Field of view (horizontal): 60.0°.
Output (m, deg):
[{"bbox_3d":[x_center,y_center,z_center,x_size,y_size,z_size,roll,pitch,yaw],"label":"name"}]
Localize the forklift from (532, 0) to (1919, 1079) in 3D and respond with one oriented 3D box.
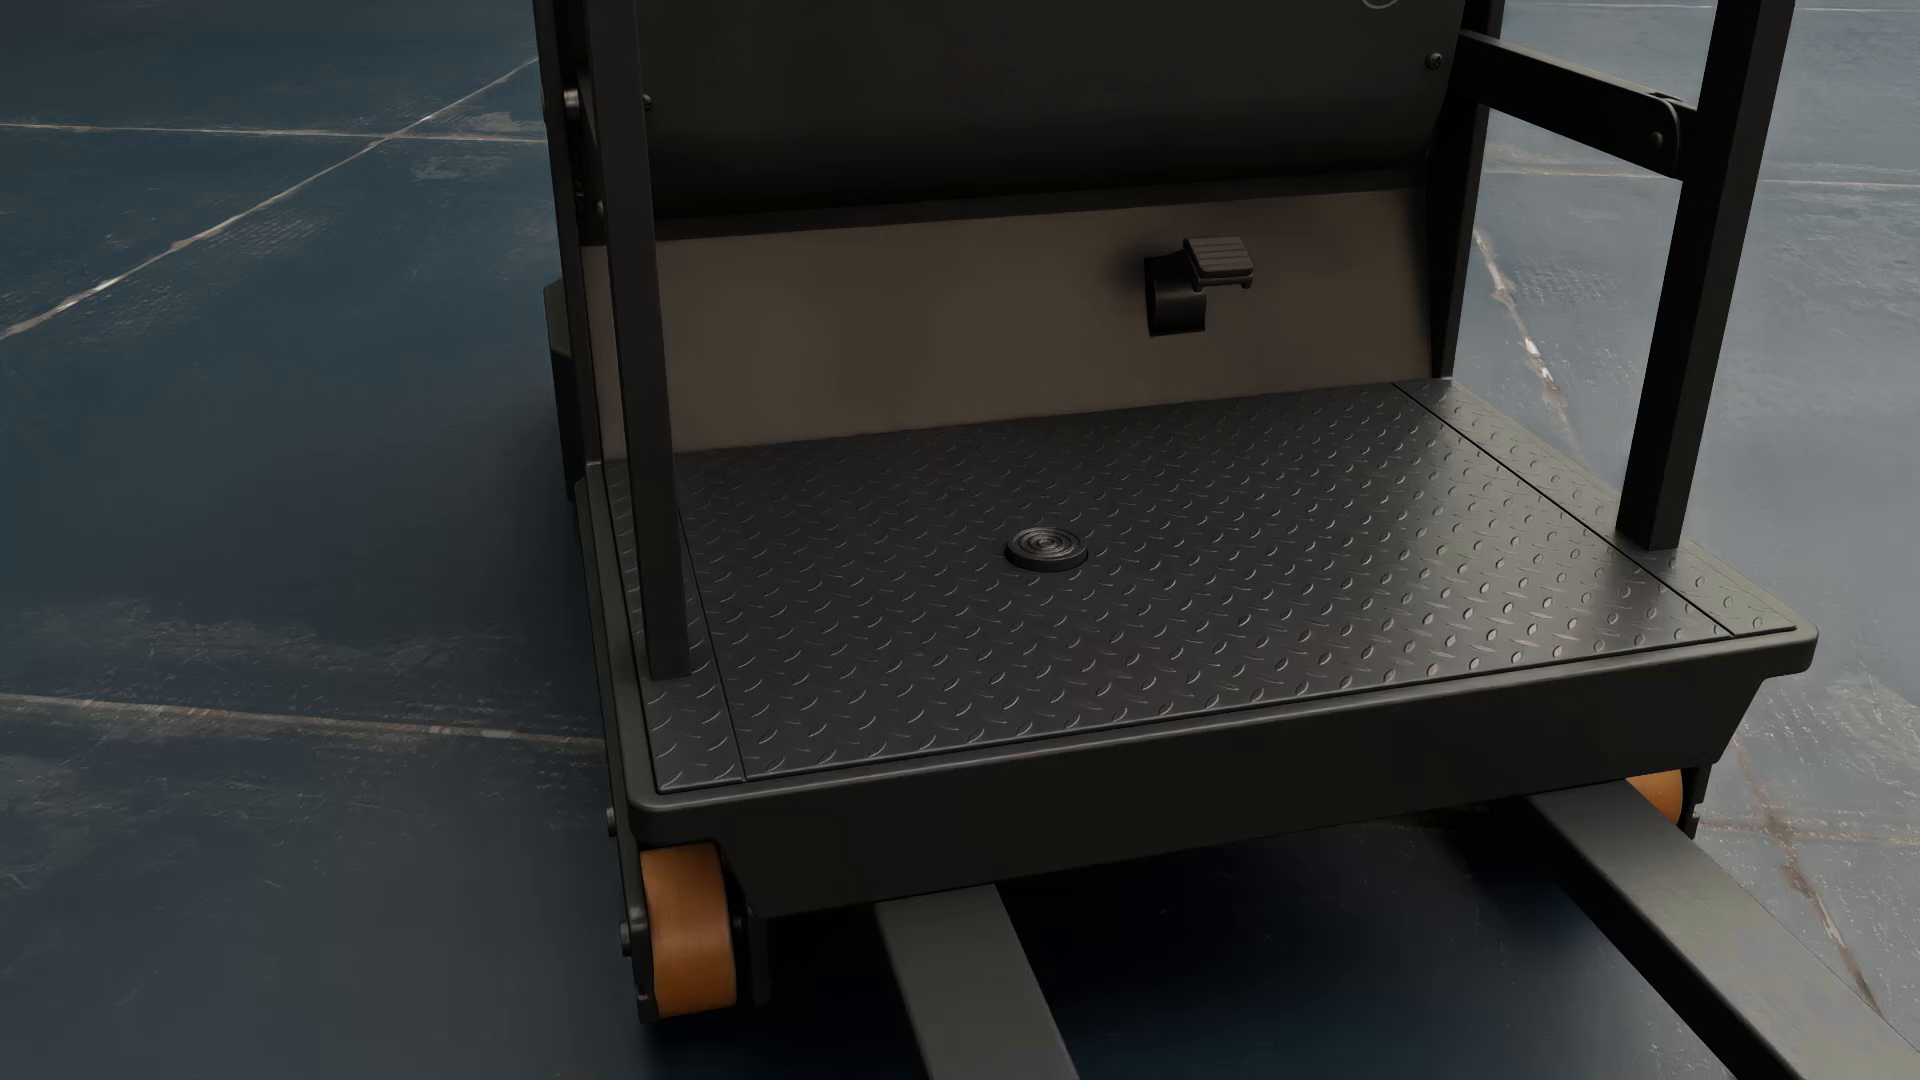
[{"bbox_3d":[0.153,-1.049,1.319,1.130,2.935,3.031,-7,27,-13],"label":"forklift"}]
